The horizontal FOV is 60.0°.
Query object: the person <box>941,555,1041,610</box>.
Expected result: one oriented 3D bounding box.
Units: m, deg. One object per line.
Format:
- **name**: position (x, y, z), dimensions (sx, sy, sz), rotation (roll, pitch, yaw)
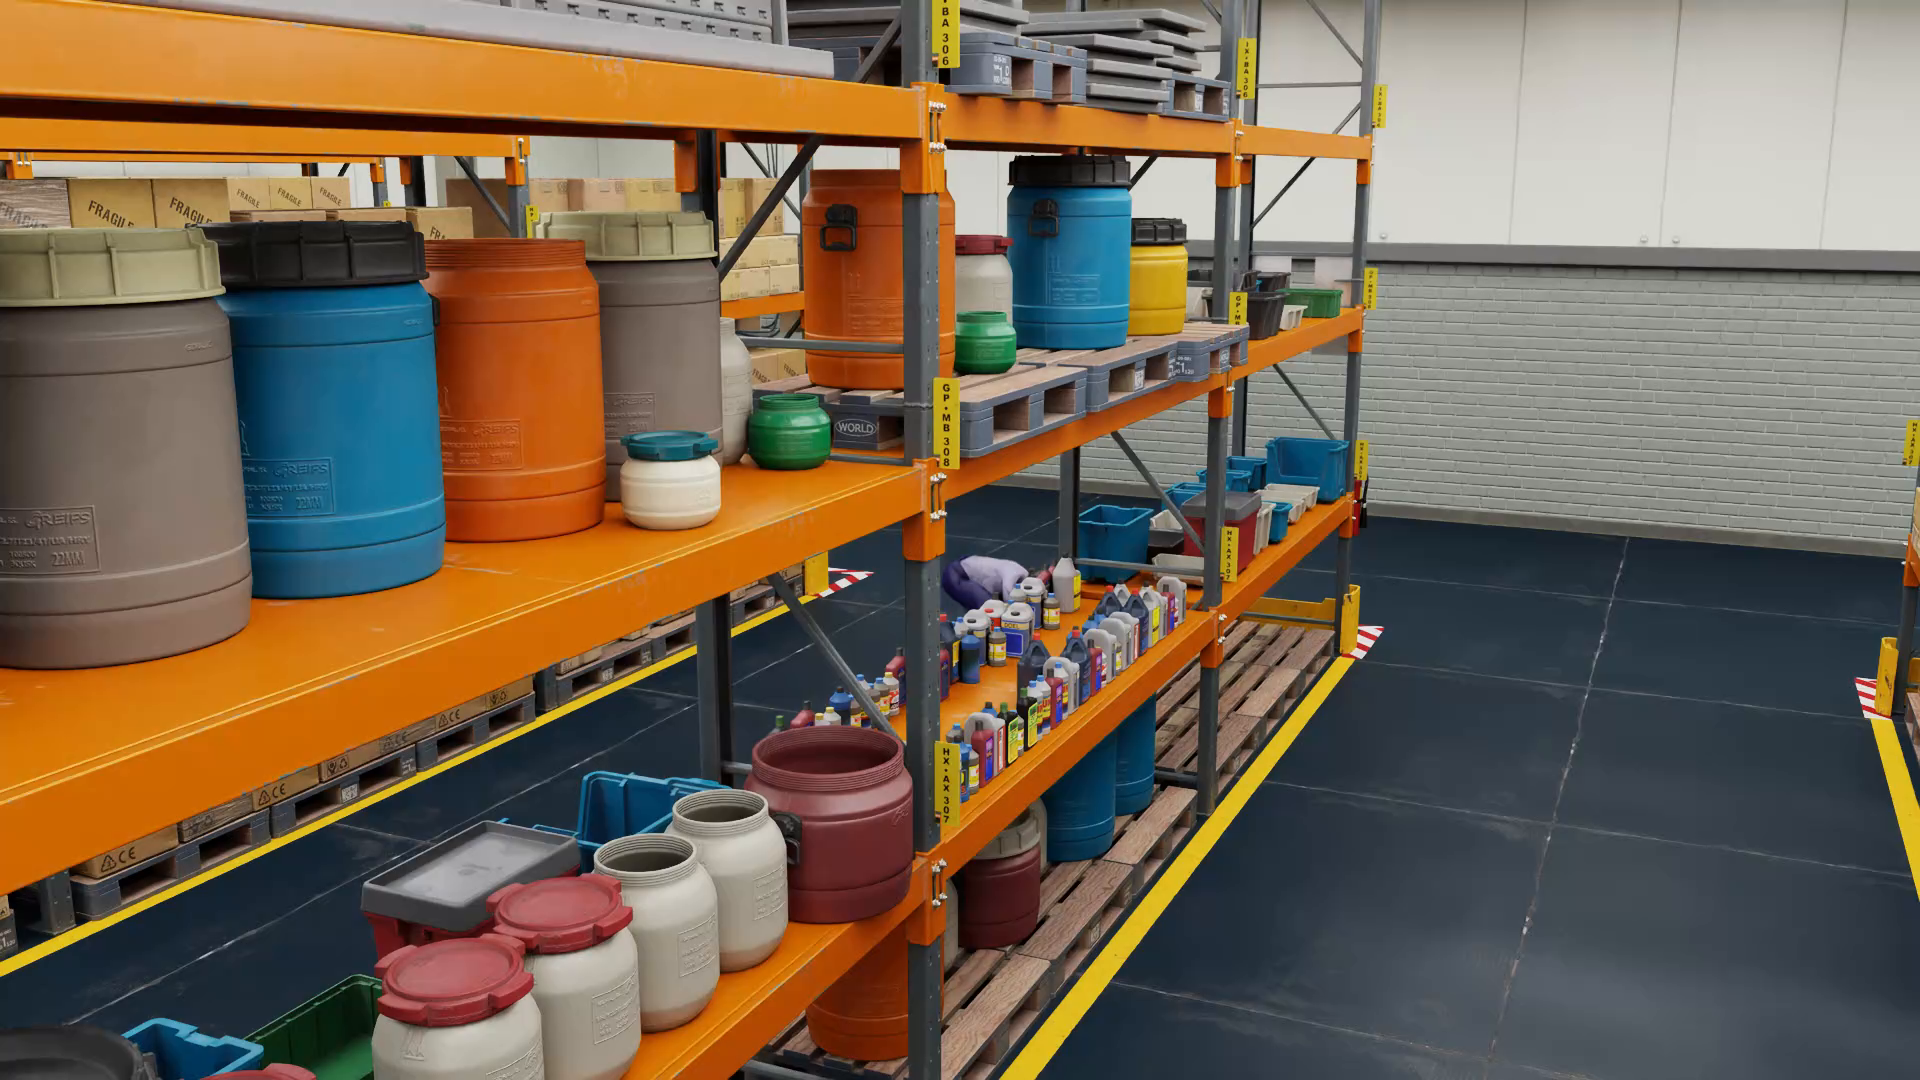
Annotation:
- **person**: position (0.306, 0.532, 13.658), dimensions (0.905, 0.783, 0.524), rotation (5, 13, 21)
